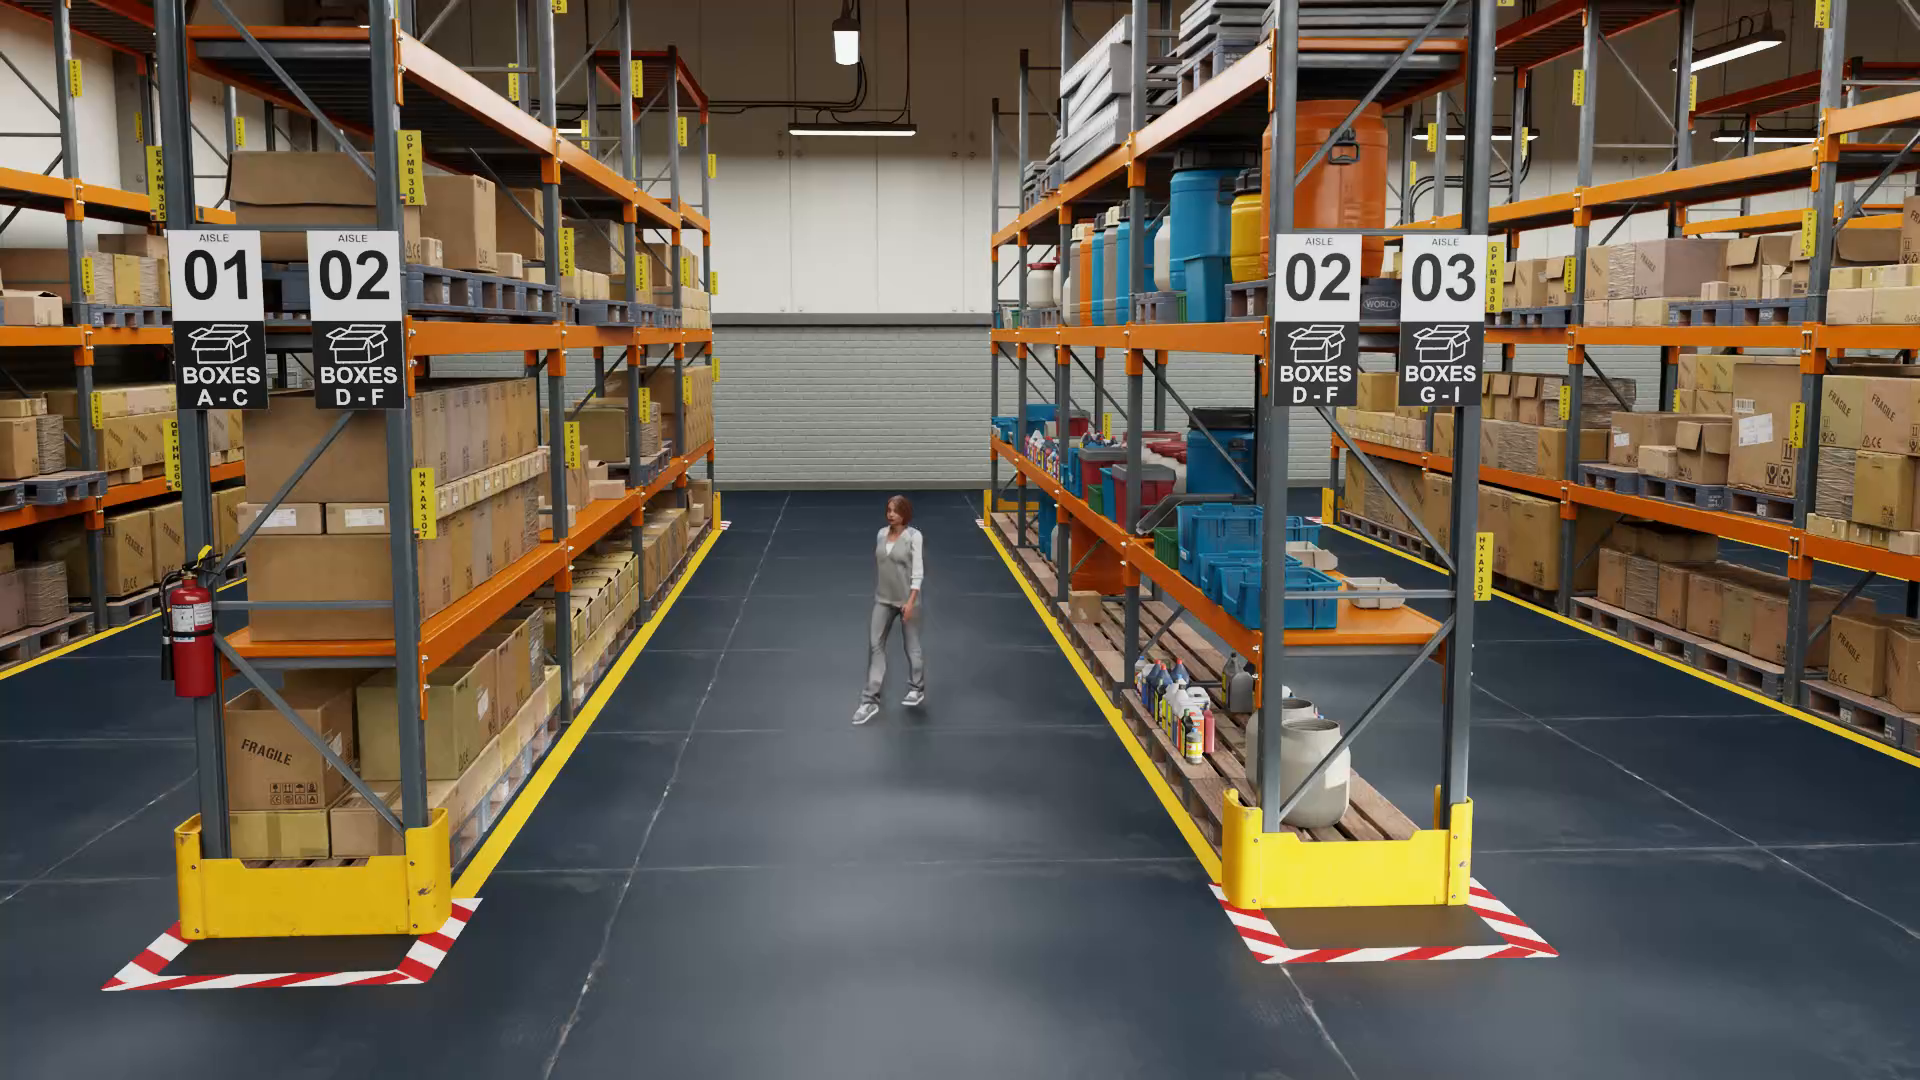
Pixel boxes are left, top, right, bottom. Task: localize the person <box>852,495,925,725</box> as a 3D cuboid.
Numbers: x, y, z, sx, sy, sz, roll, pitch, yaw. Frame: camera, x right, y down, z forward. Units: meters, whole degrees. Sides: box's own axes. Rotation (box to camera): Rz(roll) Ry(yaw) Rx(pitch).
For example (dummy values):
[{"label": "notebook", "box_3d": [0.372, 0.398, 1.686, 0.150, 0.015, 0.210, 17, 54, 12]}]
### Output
[{"label": "person", "box_3d": [-0.462, 0.476, 11.938, 0.424, 1.592, 0.799, 3, 8, 22]}]
